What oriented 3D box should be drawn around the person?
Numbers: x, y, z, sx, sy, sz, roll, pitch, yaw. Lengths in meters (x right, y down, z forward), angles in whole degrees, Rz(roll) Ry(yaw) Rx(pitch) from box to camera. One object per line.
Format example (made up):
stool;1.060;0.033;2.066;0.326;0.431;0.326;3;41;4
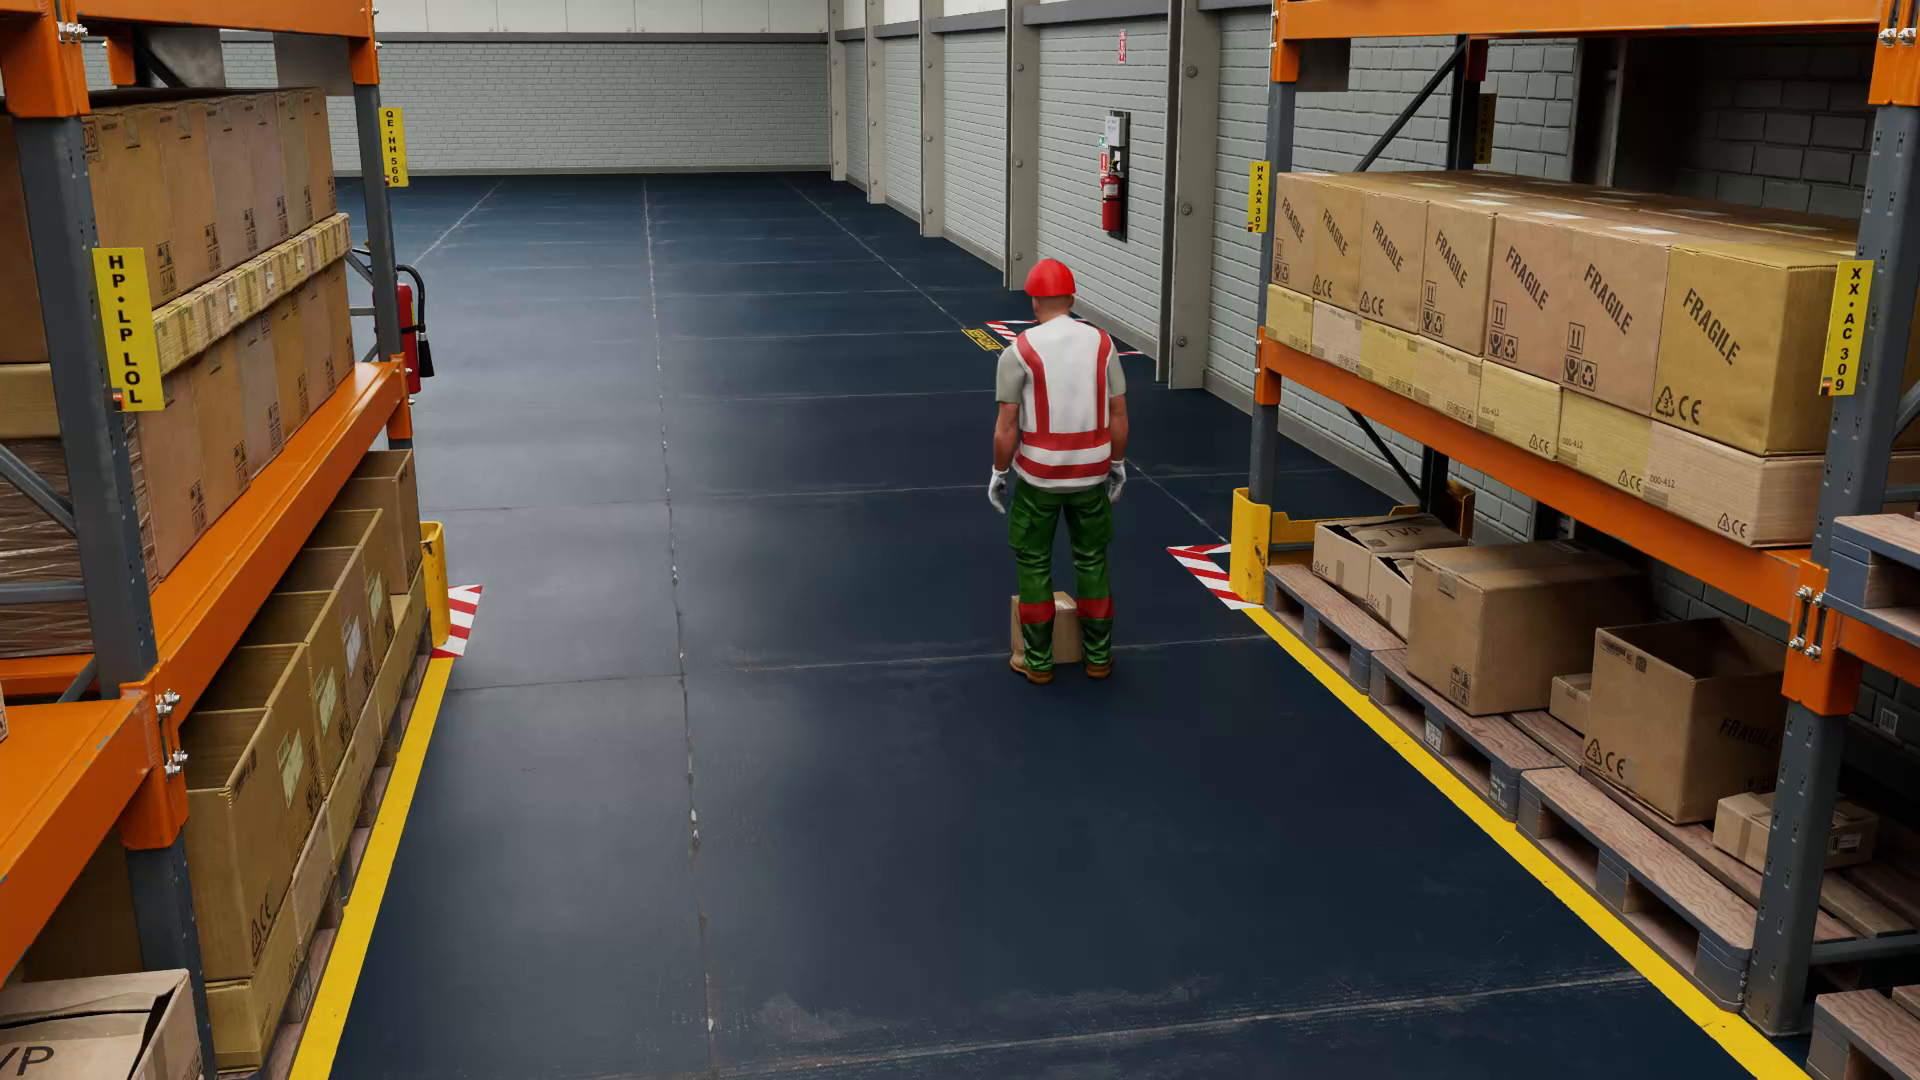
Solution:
person;0.412;-0.276;6.960;0.613;1.778;0.452;-4;17;-14
